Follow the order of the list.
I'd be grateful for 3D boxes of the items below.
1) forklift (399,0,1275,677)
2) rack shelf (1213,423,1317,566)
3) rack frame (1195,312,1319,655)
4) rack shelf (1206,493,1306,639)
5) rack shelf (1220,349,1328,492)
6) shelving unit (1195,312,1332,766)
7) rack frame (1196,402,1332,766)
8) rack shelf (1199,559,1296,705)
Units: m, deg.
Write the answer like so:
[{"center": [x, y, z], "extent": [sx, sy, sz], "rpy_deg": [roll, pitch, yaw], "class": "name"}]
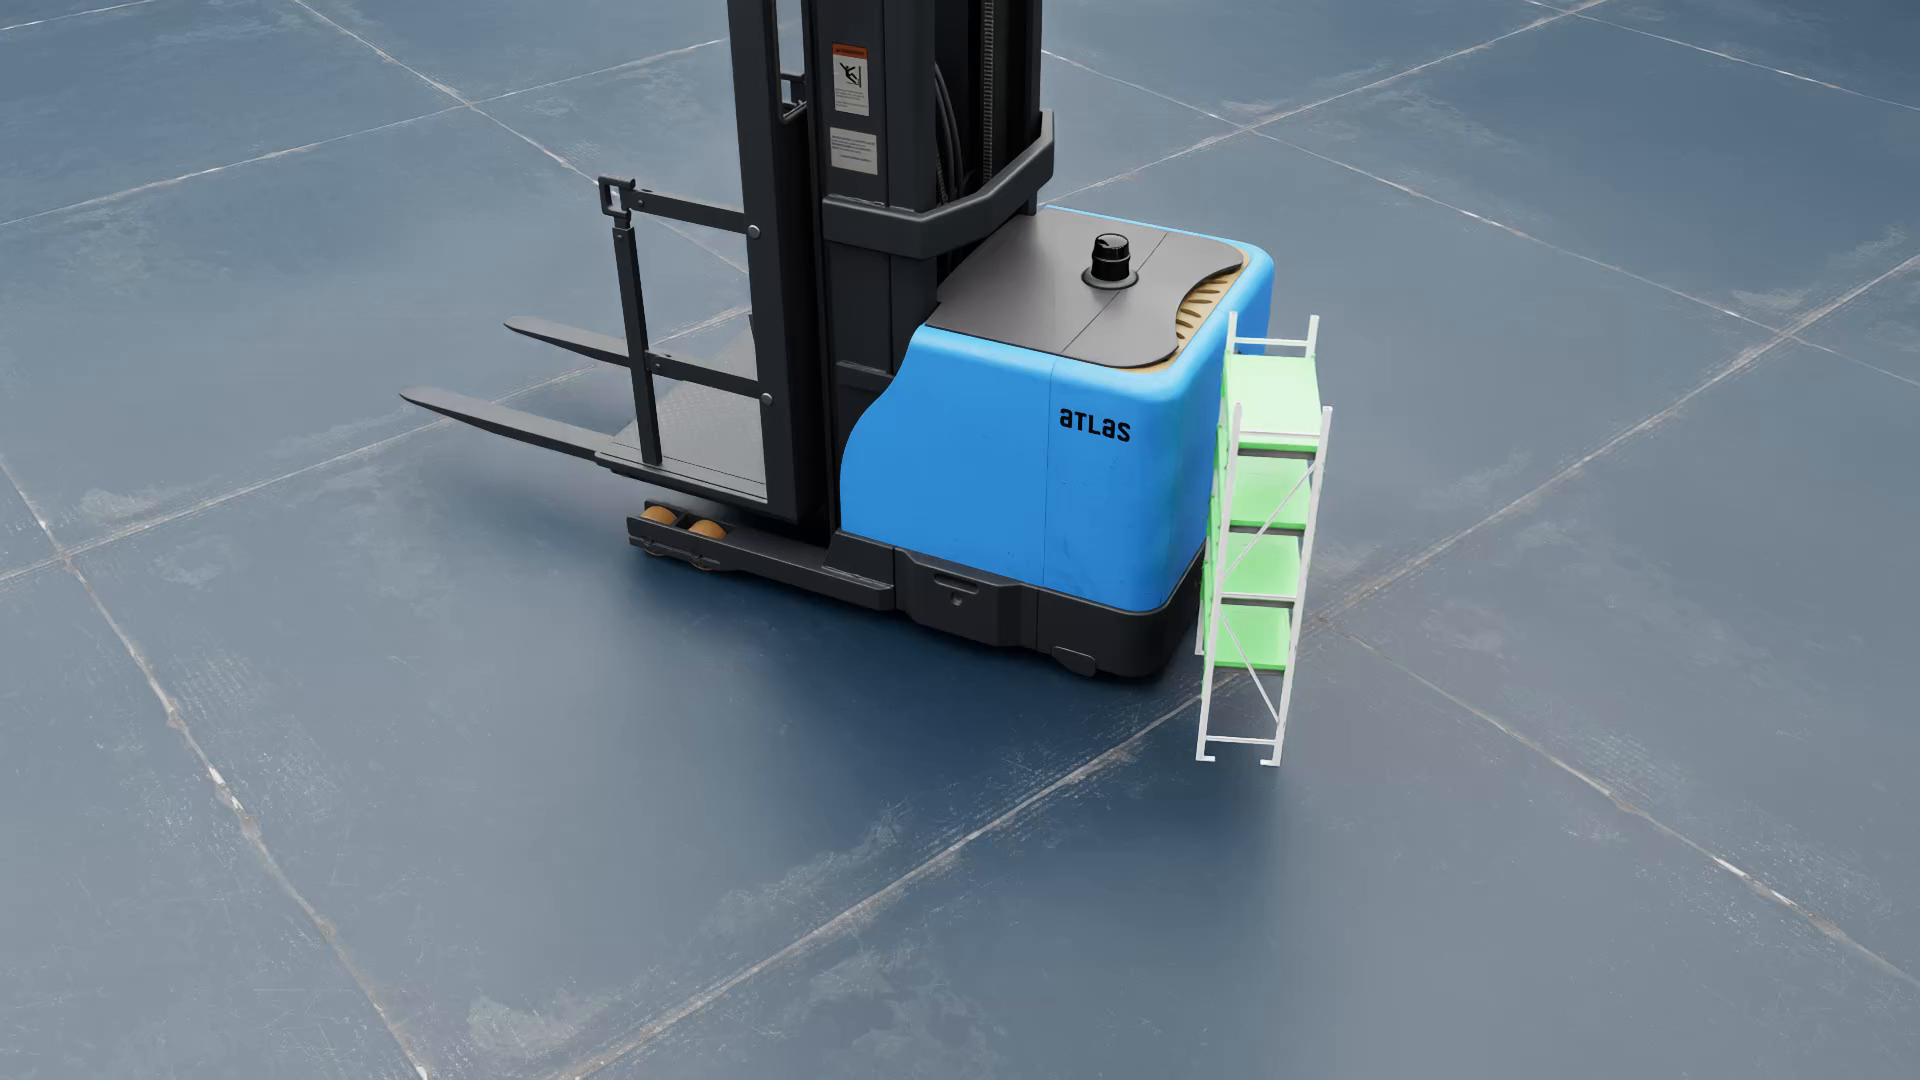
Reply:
[{"center": [-0.562, -1.352, 5.122], "extent": [3.031, 2.935, 1.130], "rpy_deg": [15, 38, 21], "class": "forklift"}, {"center": [0.832, -0.129, 4.588], "extent": [0.258, 0.148, 0.480], "rpy_deg": [3, 35, 5], "class": "rack shelf"}, {"center": [0.859, -0.125, 4.888], "extent": [0.240, 1.200, 0.015], "rpy_deg": [3, 35, 5], "class": "rack frame"}, {"center": [0.833, 0.067, 4.727], "extent": [0.258, 0.148, 0.480], "rpy_deg": [3, 35, 5], "class": "rack shelf"}, {"center": [0.832, -0.325, 4.450], "extent": [0.258, 0.148, 0.480], "rpy_deg": [3, 35, 5], "class": "rack shelf"}, {"center": [0.833, 0.015, 4.690], "extent": [0.258, 1.200, 0.503], "rpy_deg": [3, 35, 5], "class": "shelving unit"}, {"center": [0.806, 0.155, 4.492], "extent": [0.240, 1.200, 0.015], "rpy_deg": [3, 35, 5], "class": "rack frame"}, {"center": [0.834, 0.263, 4.866], "extent": [0.258, 0.148, 0.480], "rpy_deg": [3, 35, 5], "class": "rack shelf"}]
